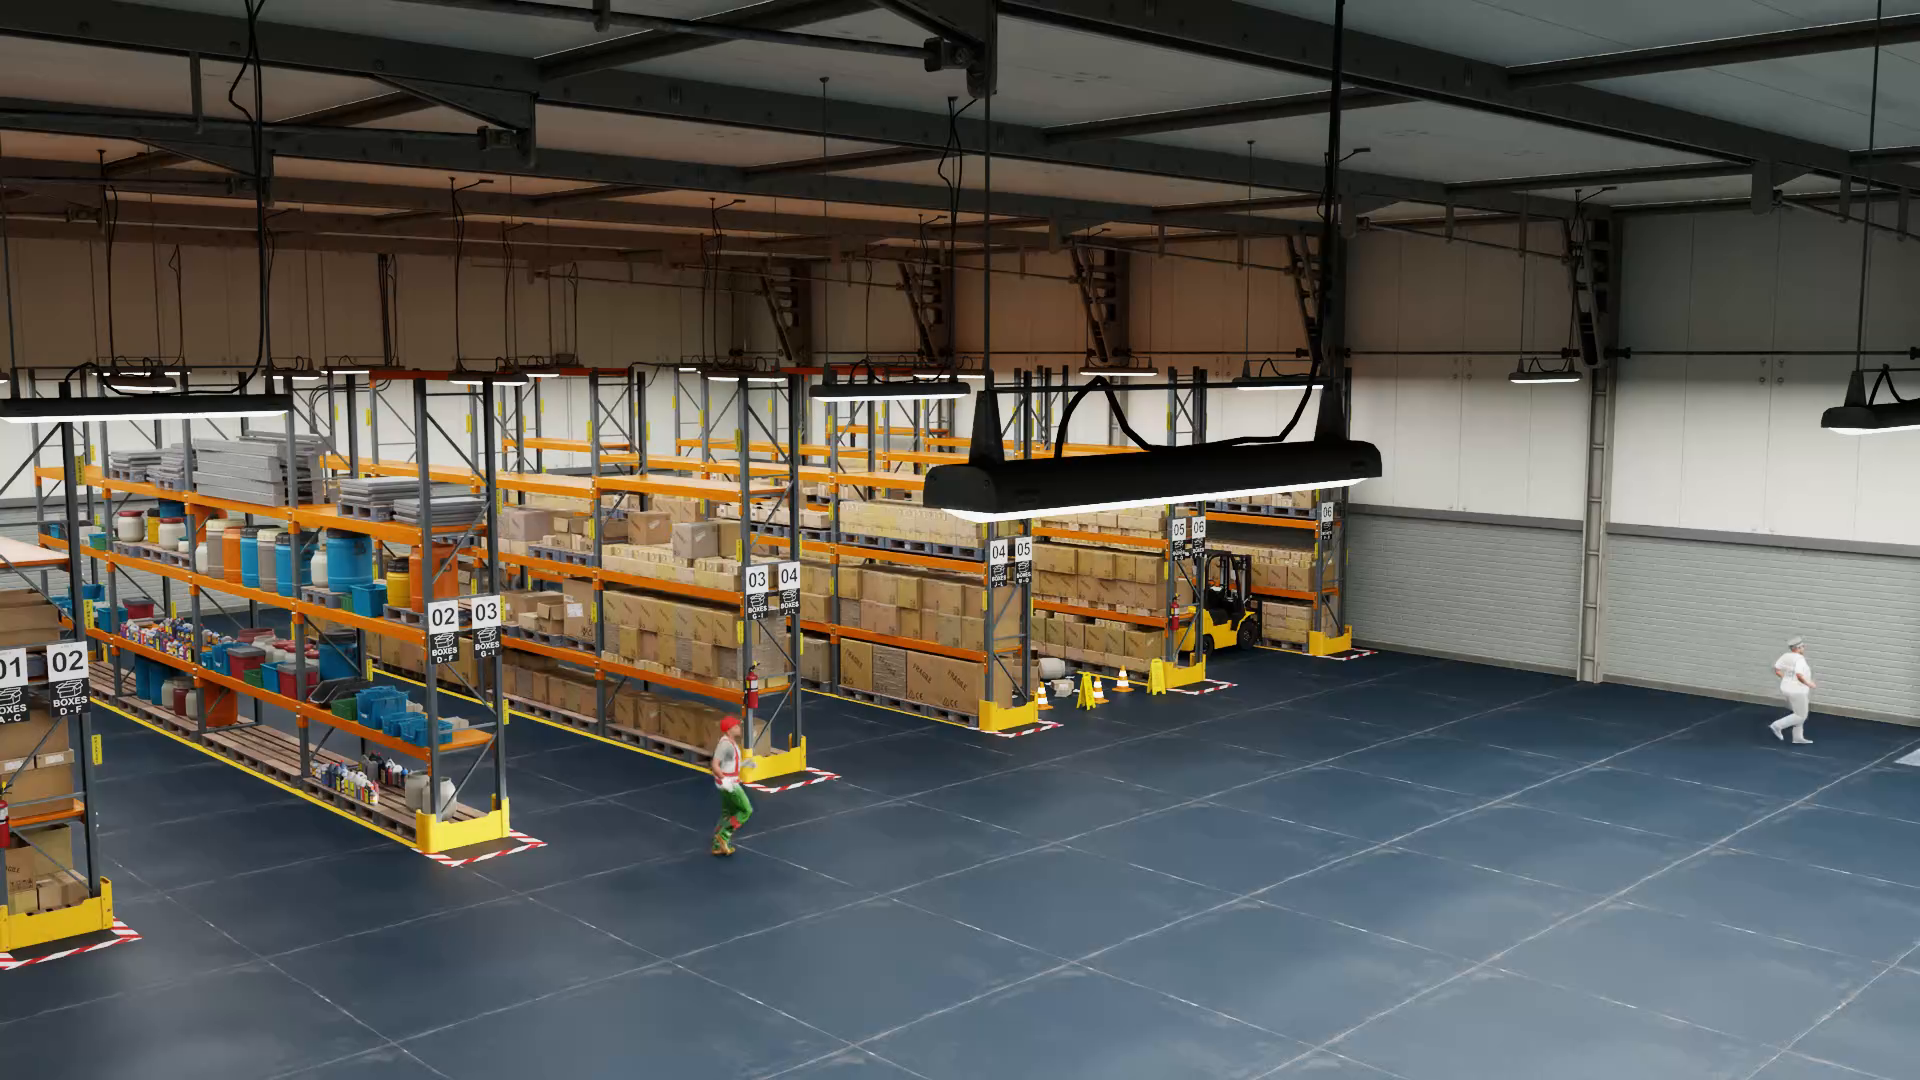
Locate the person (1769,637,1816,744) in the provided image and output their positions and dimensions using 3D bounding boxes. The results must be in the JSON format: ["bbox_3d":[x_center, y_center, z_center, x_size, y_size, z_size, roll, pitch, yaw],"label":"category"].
[{"bbox_3d":[13.412,2.434,26.817,0.772,1.755,0.660,-1,6,-4],"label":"person"}]

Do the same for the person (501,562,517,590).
[{"bbox_3d":[-10.952,0.919,40.626,0.819,1.699,0.629,-6,9,-42],"label":"person"}]

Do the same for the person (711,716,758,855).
[{"bbox_3d":[-2.851,3.085,21.001,0.612,1.748,0.631,-1,7,-12],"label":"person"}]

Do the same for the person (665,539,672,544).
[{"bbox_3d":[-7.741,0.515,44.054,0.573,1.708,0.750,-5,8,-35],"label":"person"}]
